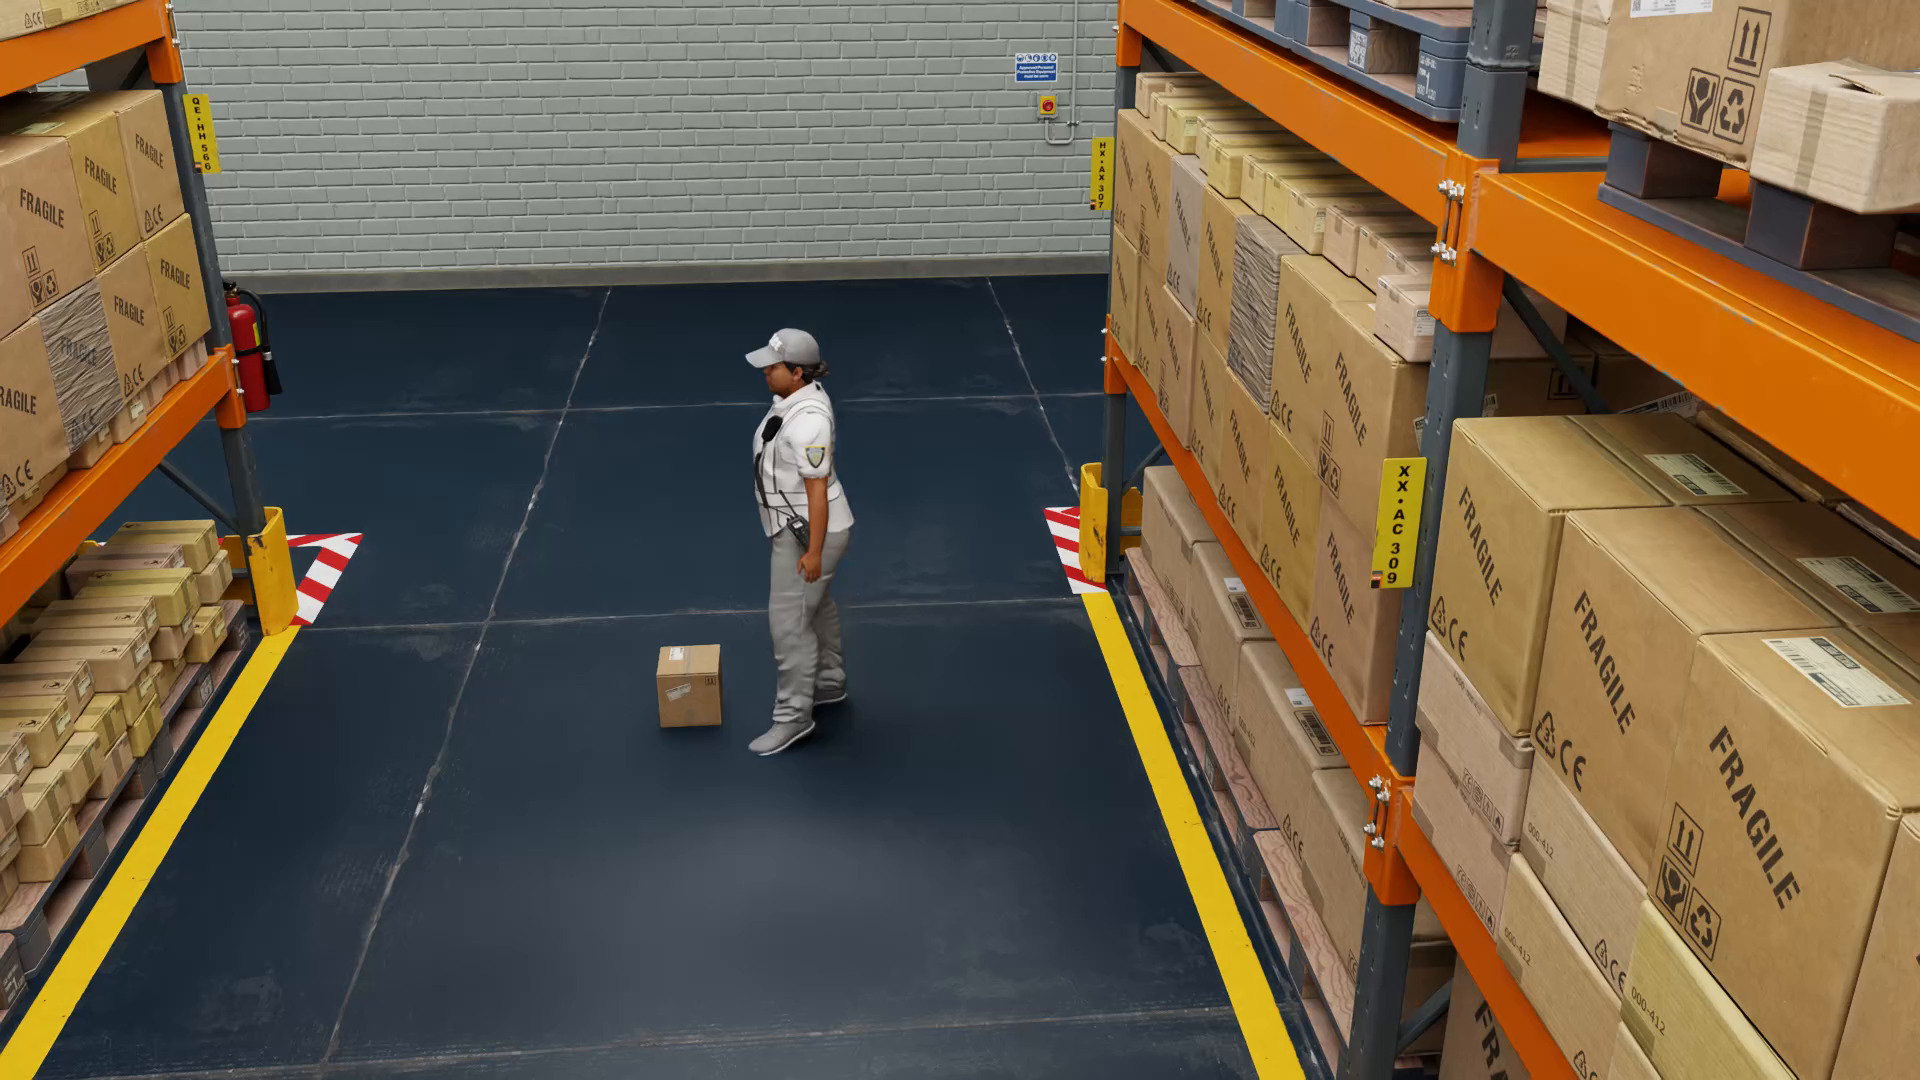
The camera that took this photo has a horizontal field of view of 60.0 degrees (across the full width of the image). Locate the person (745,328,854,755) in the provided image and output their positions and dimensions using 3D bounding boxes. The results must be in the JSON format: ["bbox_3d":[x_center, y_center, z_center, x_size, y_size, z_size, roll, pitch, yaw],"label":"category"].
[{"bbox_3d":[-0.664,-0.010,6.632,0.482,1.692,0.542,-4,24,-10],"label":"person"}]
